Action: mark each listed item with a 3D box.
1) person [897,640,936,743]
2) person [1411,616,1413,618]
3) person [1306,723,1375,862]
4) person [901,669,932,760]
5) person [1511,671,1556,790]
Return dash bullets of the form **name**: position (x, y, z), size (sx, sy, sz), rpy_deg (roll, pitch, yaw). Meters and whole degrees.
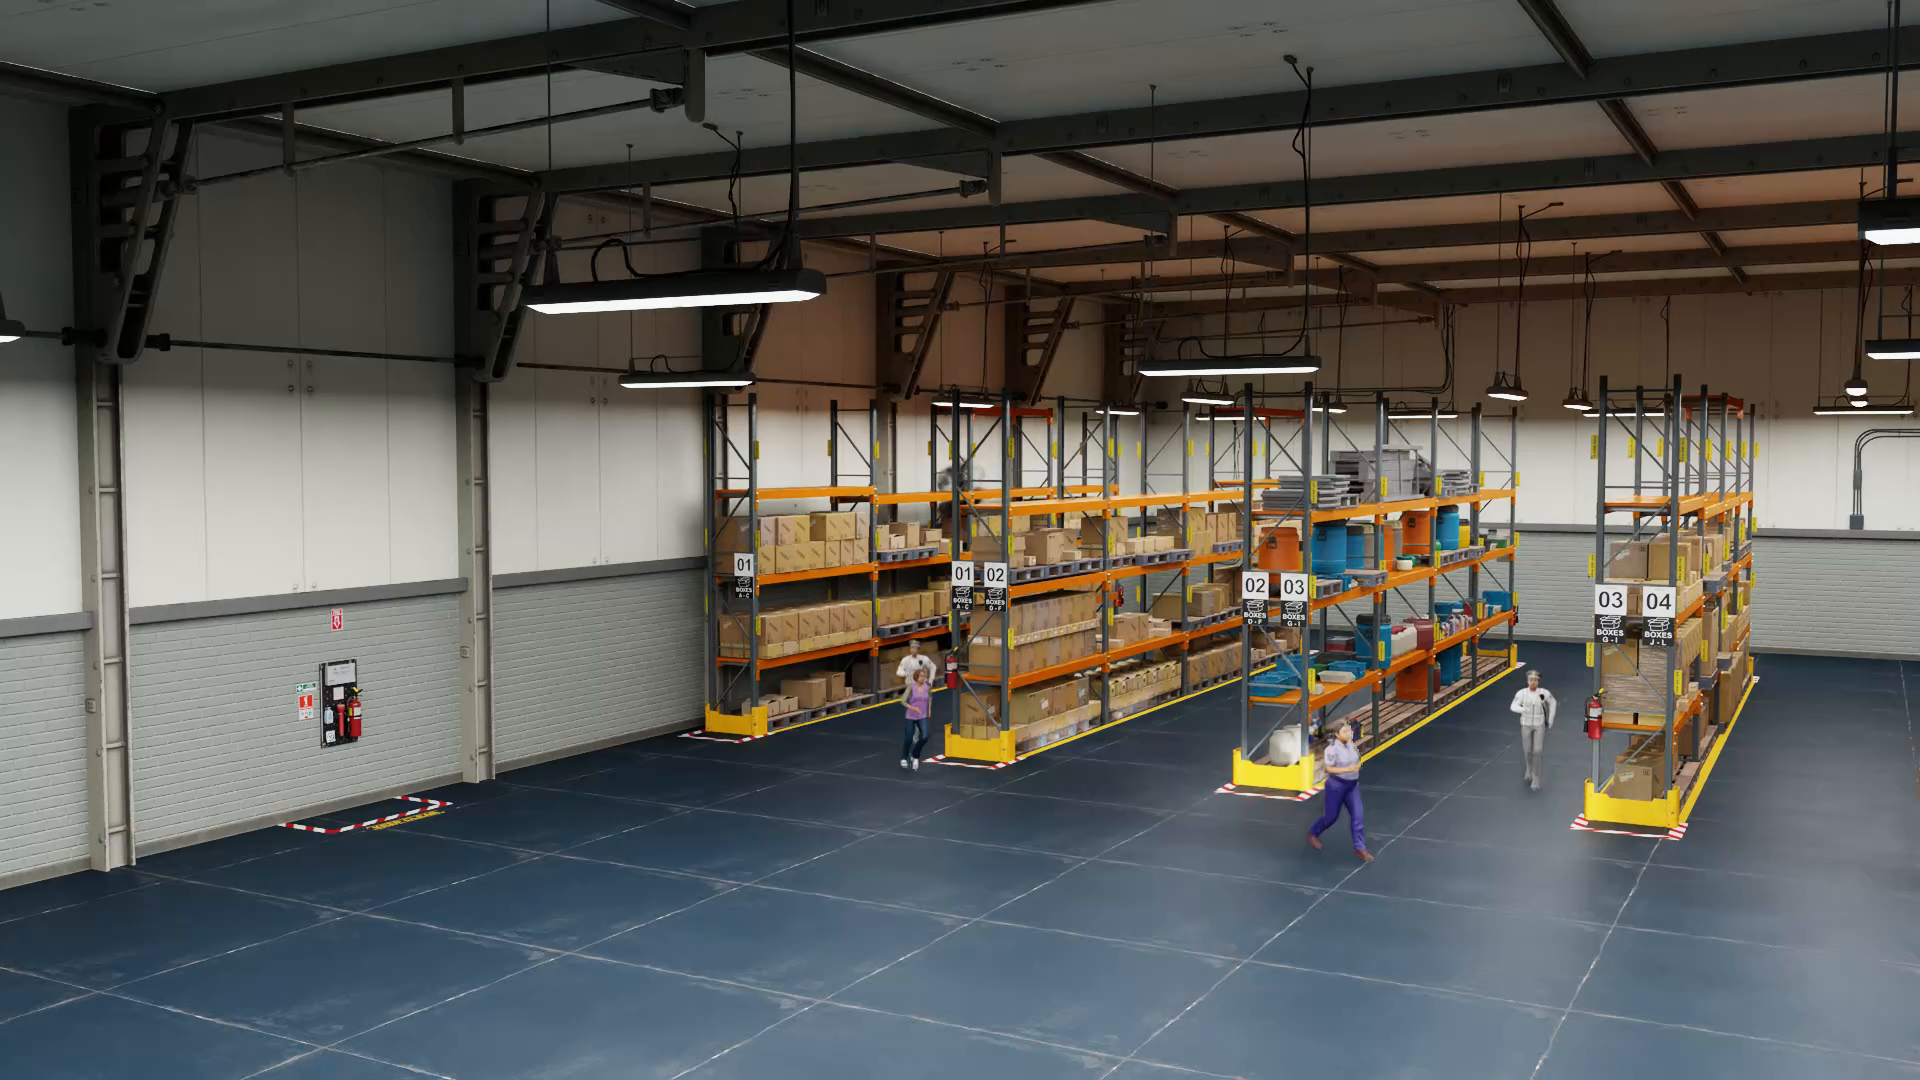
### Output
- **person**: position (-0.765, 2.592, 28.818), size (0.612, 1.743, 0.805), rpy_deg (1, 3, 17)
- **person**: position (10.867, 2.813, 25.311), size (2.782, 1.643, 17.144), rpy_deg (-1, 3, -20)
- **person**: position (4.686, 3.062, 20.433), size (0.610, 1.640, 0.926), rpy_deg (-2, 4, -33)
- **person**: position (-0.657, 2.744, 26.044), size (0.576, 1.462, 0.615), rpy_deg (-1, 3, -22)
- **person**: position (8.553, 2.804, 24.829), size (0.612, 1.748, 0.805), rpy_deg (1, 3, 25)
